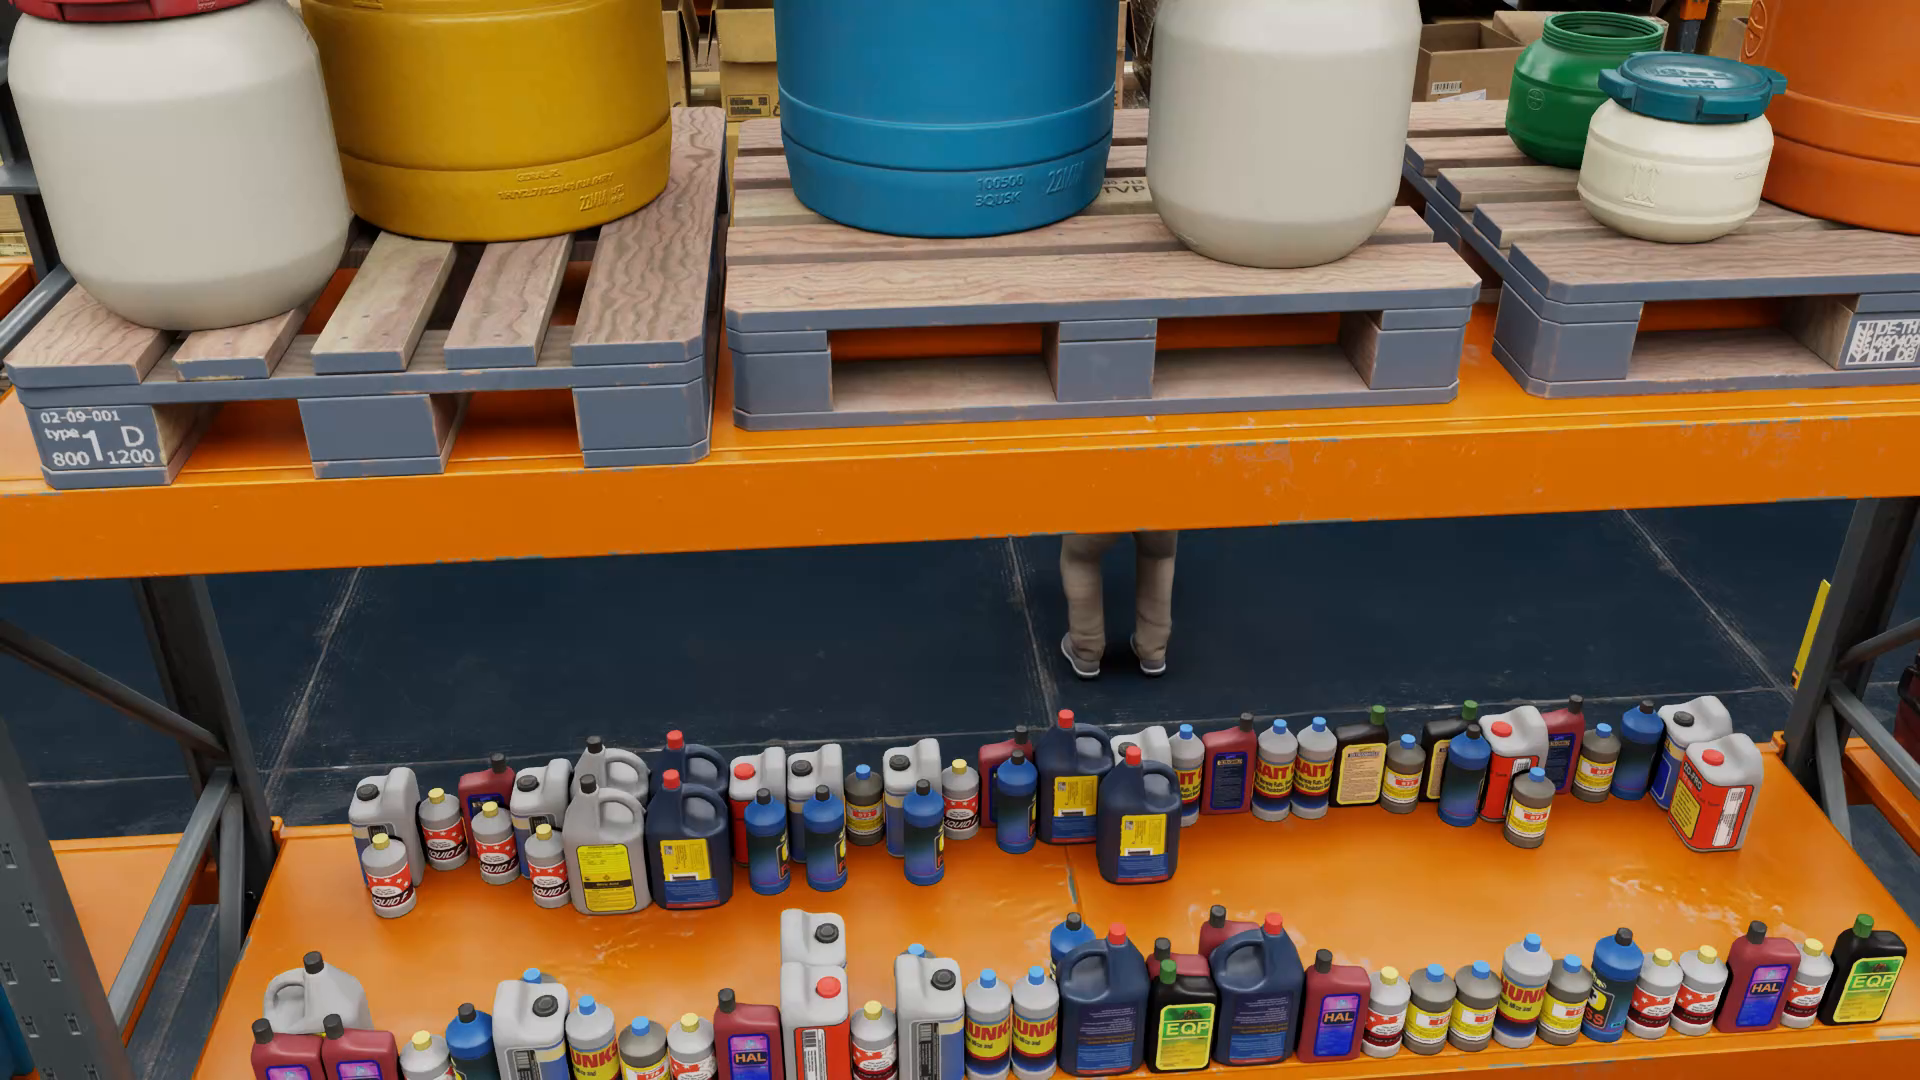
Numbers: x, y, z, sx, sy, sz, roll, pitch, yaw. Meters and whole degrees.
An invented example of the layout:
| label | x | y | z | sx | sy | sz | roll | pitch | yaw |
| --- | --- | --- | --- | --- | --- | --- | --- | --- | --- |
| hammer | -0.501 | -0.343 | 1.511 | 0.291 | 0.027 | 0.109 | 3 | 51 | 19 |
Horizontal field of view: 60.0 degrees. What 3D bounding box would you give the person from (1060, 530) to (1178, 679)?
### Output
| label | x | y | z | sx | sy | sz | roll | pitch | yaw |
| --- | --- | --- | --- | --- | --- | --- | --- | --- | --- |
| person | 0.627 | -0.167 | 6.843 | 0.482 | 1.308 | 0.905 | -4 | 31 | -6 |
